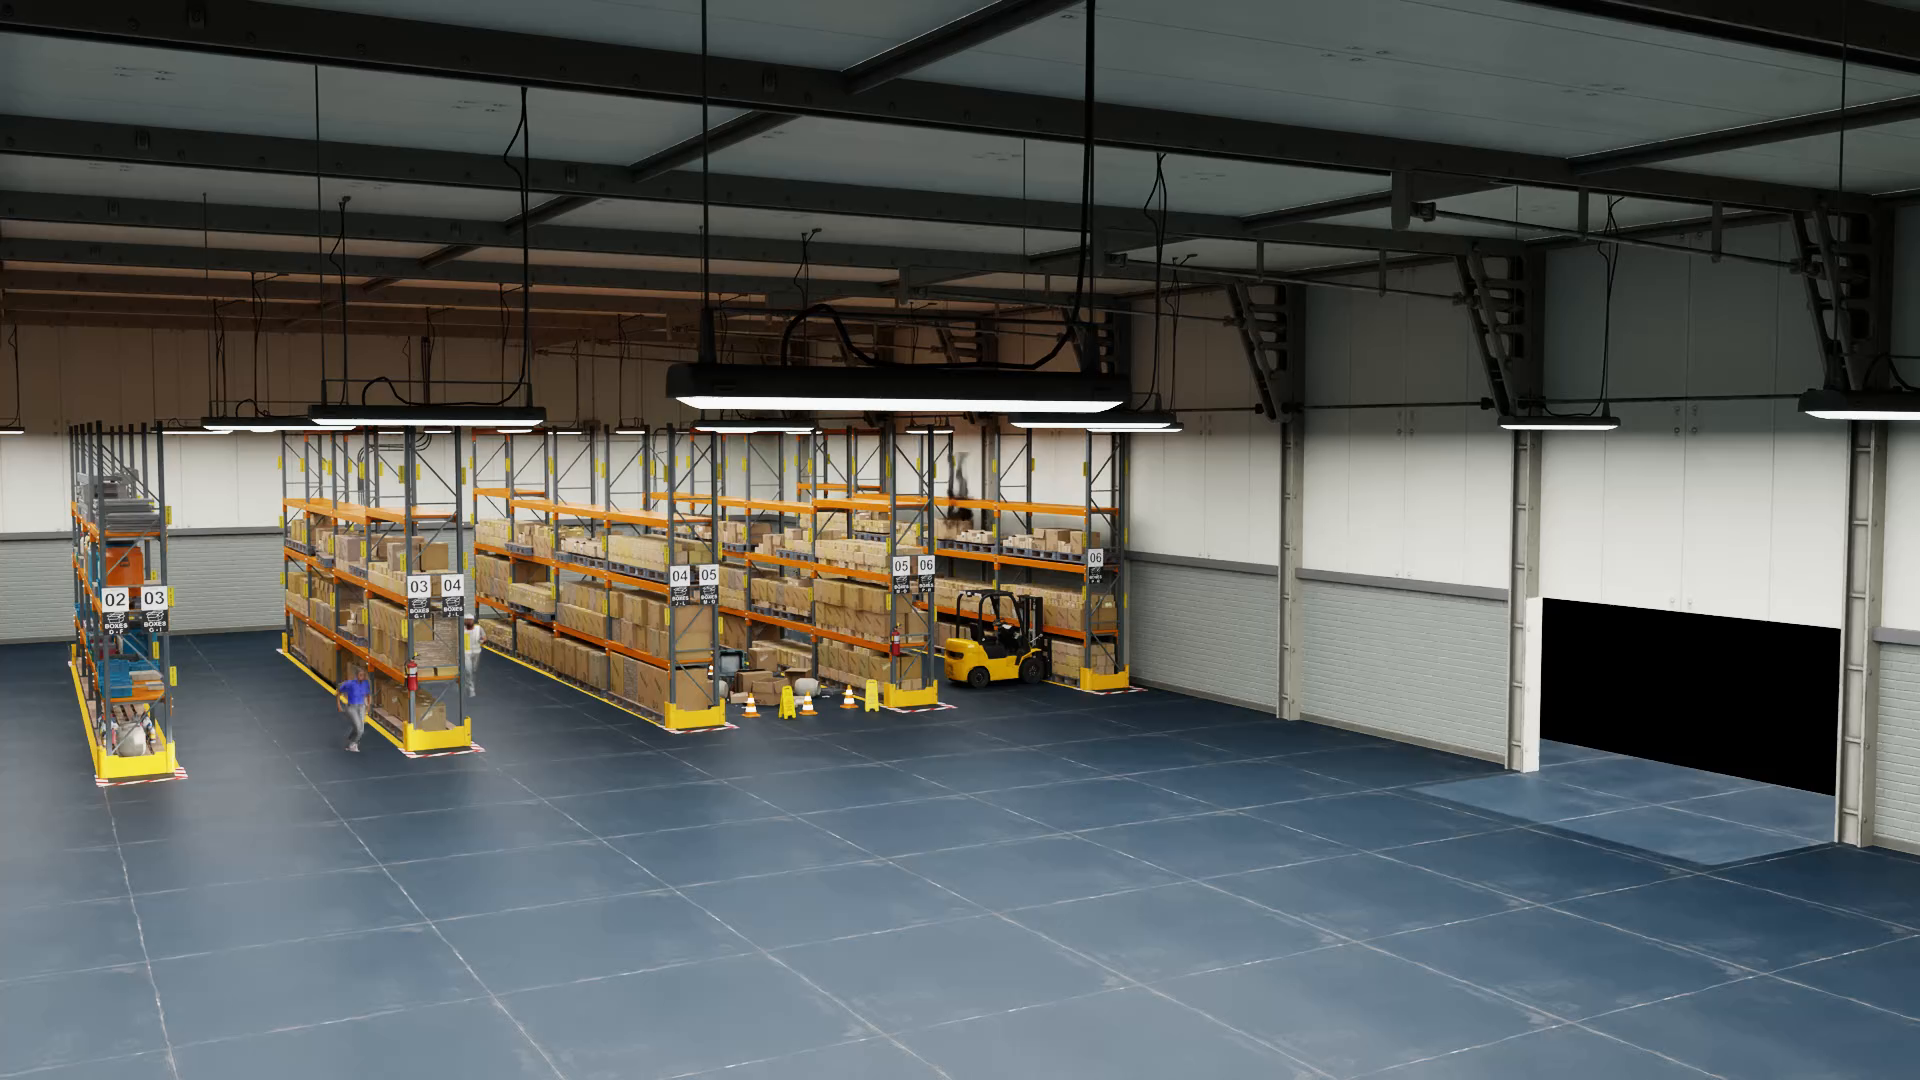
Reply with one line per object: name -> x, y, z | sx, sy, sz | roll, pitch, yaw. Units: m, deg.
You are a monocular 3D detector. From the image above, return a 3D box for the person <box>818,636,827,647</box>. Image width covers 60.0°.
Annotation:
person -> -3.507, 2.155, 43.312 | 0.661, 1.804, 0.970 | -2, 4, -34

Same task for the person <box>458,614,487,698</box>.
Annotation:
person -> -10.858, 2.539, 36.987 | 0.661, 1.808, 0.922 | -2, 4, -29

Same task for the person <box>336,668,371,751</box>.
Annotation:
person -> -10.947, 3.079, 30.116 | 0.623, 1.545, 0.594 | 3, 5, 40

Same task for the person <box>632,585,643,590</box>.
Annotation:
person -> -9.648, 1.763, 50.098 | 0.747, 1.732, 0.703 | -2, 4, -24
